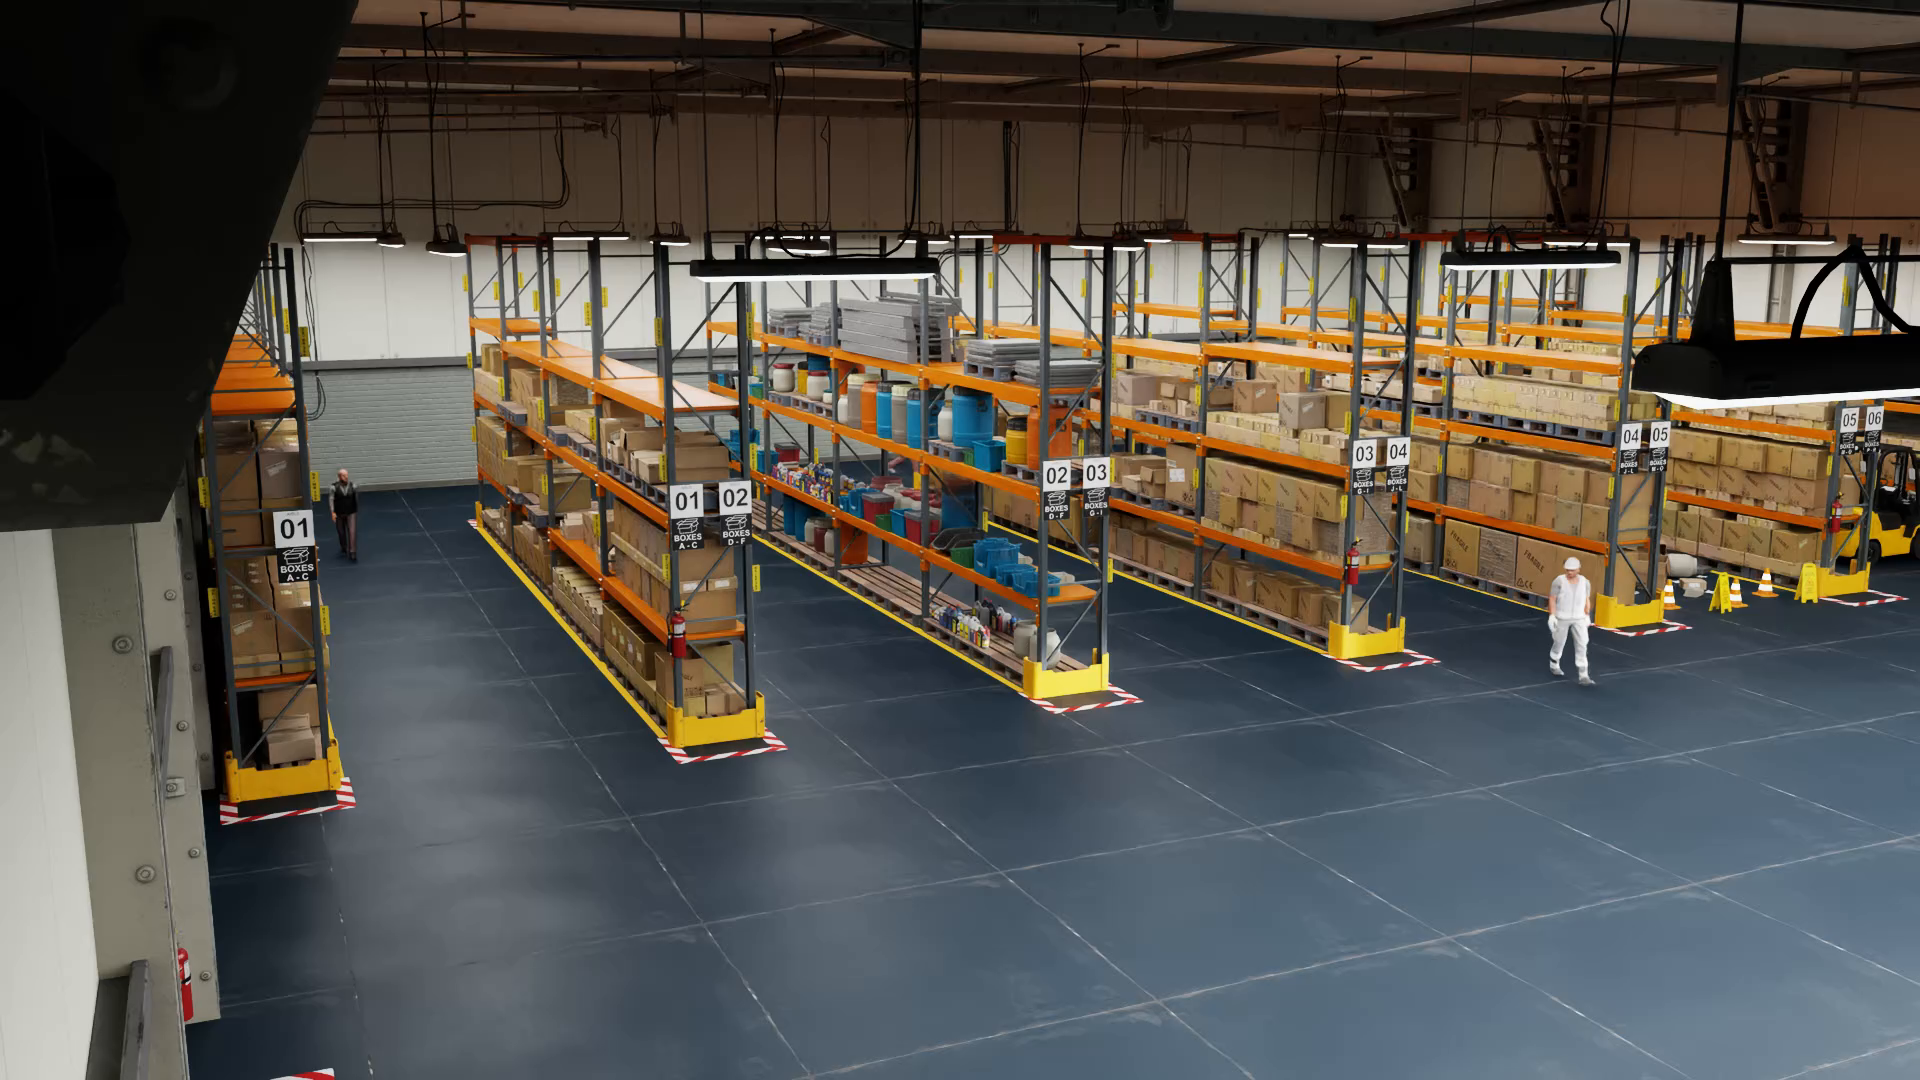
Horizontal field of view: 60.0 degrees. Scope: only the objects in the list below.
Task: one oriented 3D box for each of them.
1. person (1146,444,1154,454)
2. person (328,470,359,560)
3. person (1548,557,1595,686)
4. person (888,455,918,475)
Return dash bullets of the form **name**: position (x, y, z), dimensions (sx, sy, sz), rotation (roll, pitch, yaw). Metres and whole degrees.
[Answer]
- **person**: position (5.178, -3.243, 45.207), dimensions (0.578, 1.746, 0.790), rotation (6, 12, 27)
- **person**: position (-11.547, -0.449, 31.198), dimensions (0.546, 1.572, 1.069), rotation (-4, 12, -20)
- **person**: position (8.401, 1.099, 22.872), dimensions (0.611, 1.751, 0.916), rotation (1, 11, 7)
- **person**: position (-1.377, -2.402, 41.388), dimensions (1.044, 1.558, 0.443), rotation (2, 11, 9)
